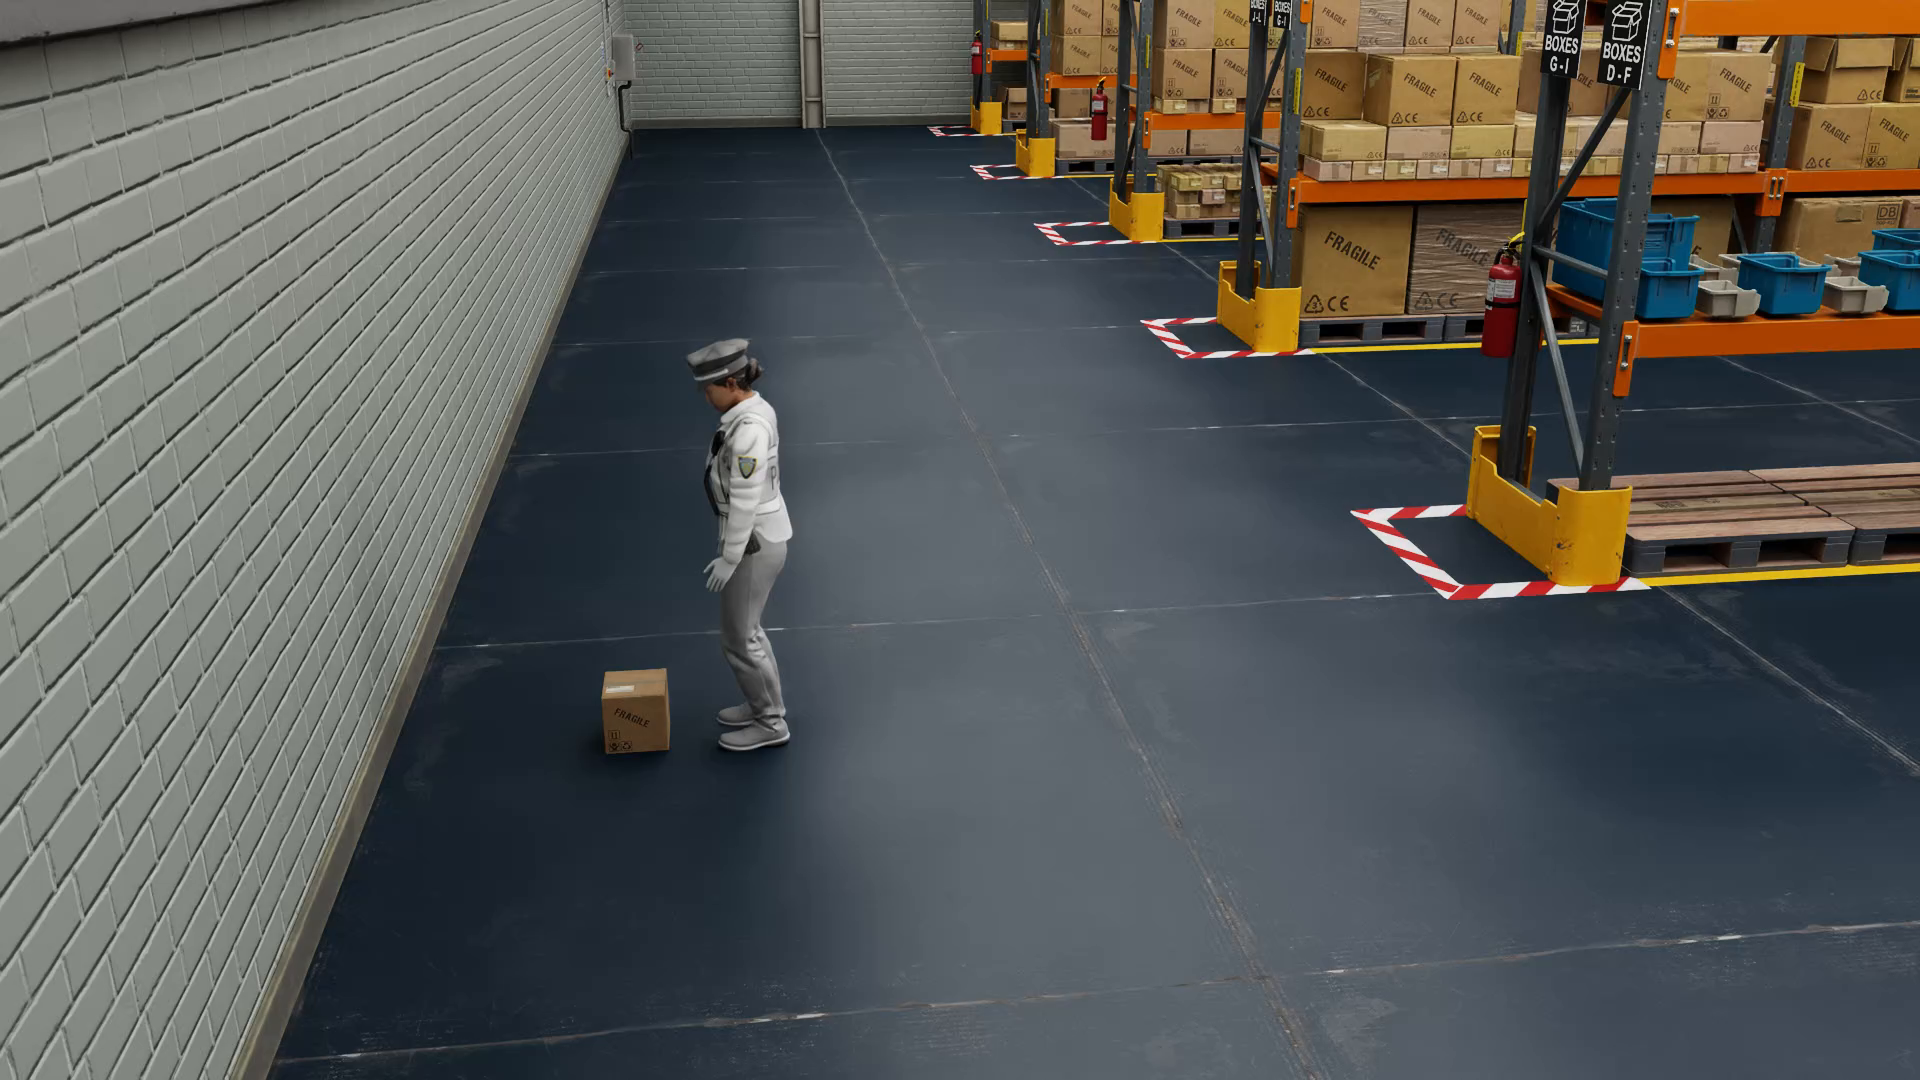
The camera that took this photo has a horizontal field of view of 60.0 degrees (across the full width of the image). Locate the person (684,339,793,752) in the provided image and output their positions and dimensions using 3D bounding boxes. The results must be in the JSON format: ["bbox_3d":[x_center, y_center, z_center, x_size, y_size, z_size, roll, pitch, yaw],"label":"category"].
[{"bbox_3d":[-0.847,0.030,6.529,0.381,1.653,0.485,-2,20,-6],"label":"person"}]
